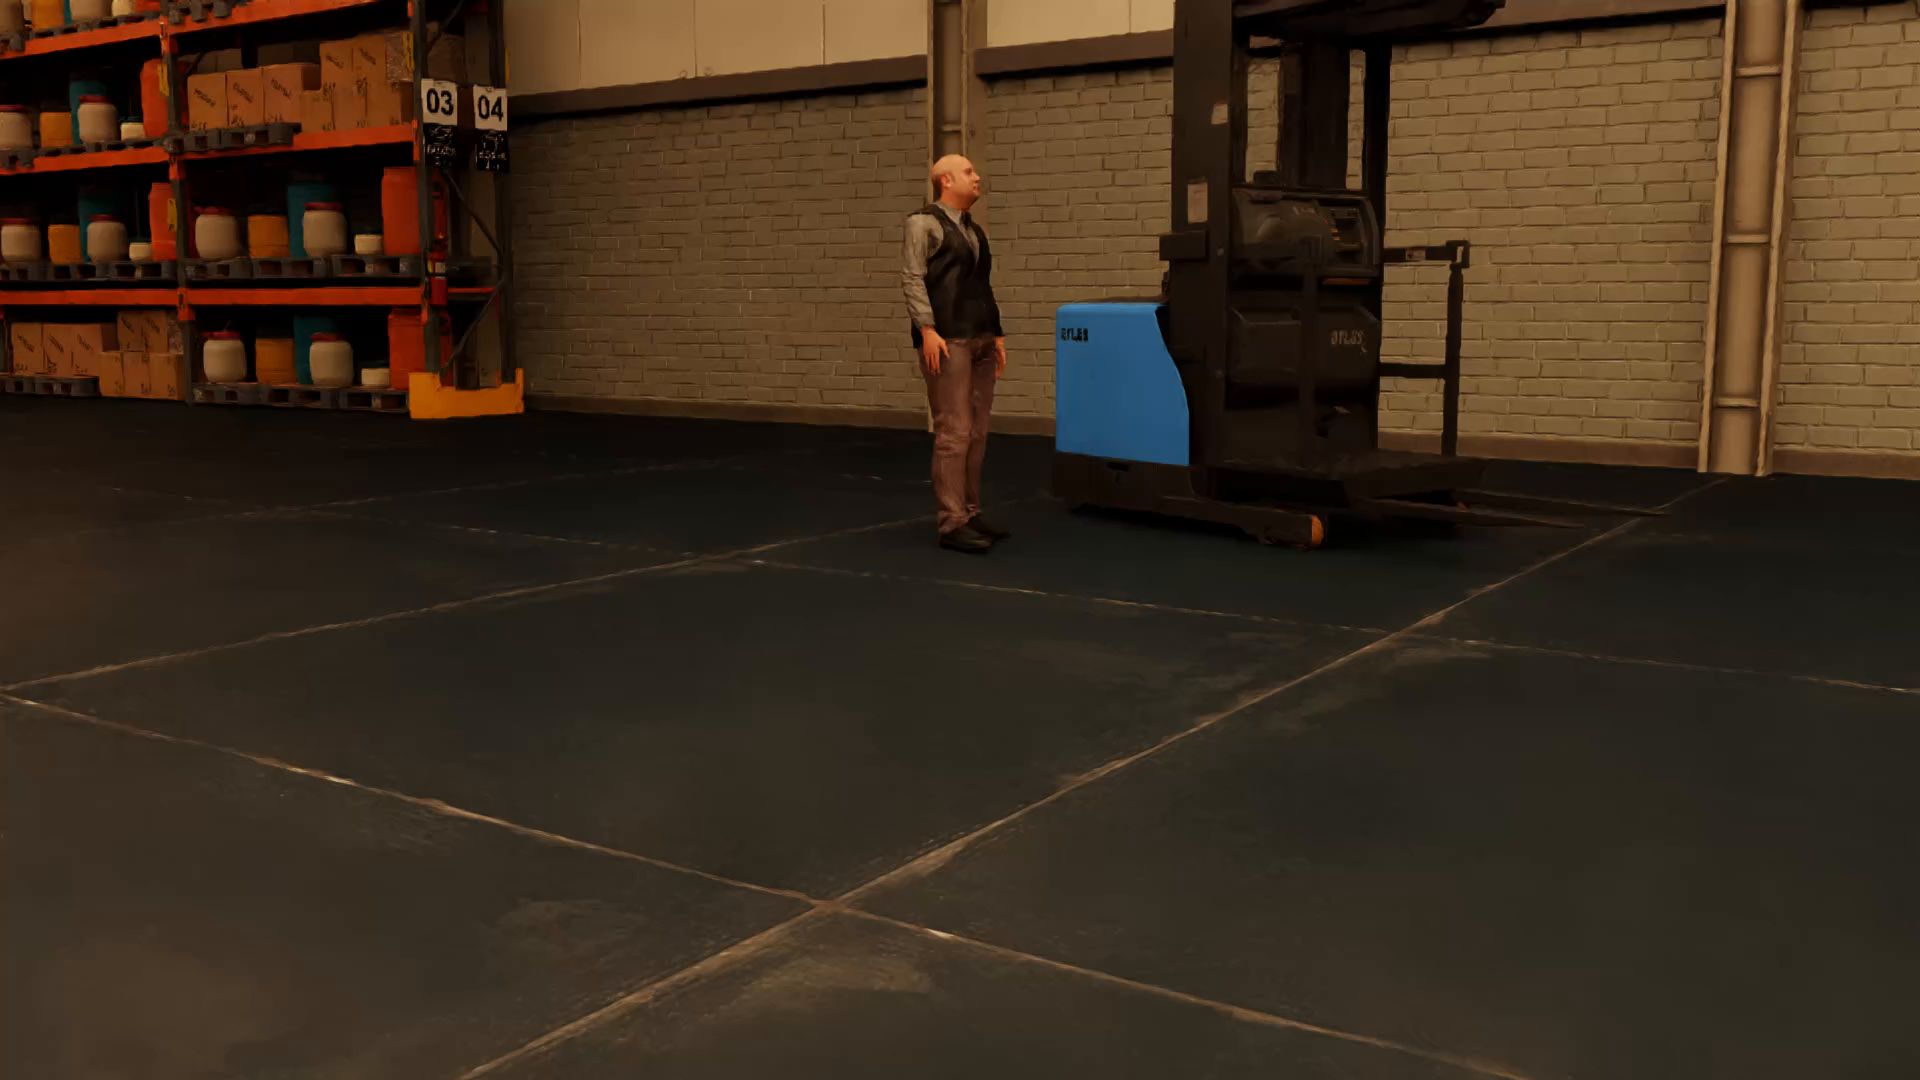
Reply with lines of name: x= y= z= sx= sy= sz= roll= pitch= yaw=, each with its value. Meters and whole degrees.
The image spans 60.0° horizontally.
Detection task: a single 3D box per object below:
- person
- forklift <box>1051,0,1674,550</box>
person: x=0.047 y=-0.853 z=7.440 sx=0.567 sy=1.720 sz=0.632 roll=5 pitch=10 yaw=34
forklift: x=1.751 y=-1.482 z=7.618 sx=1.130 sy=2.935 sz=3.031 roll=-6 pitch=10 yaw=-36
